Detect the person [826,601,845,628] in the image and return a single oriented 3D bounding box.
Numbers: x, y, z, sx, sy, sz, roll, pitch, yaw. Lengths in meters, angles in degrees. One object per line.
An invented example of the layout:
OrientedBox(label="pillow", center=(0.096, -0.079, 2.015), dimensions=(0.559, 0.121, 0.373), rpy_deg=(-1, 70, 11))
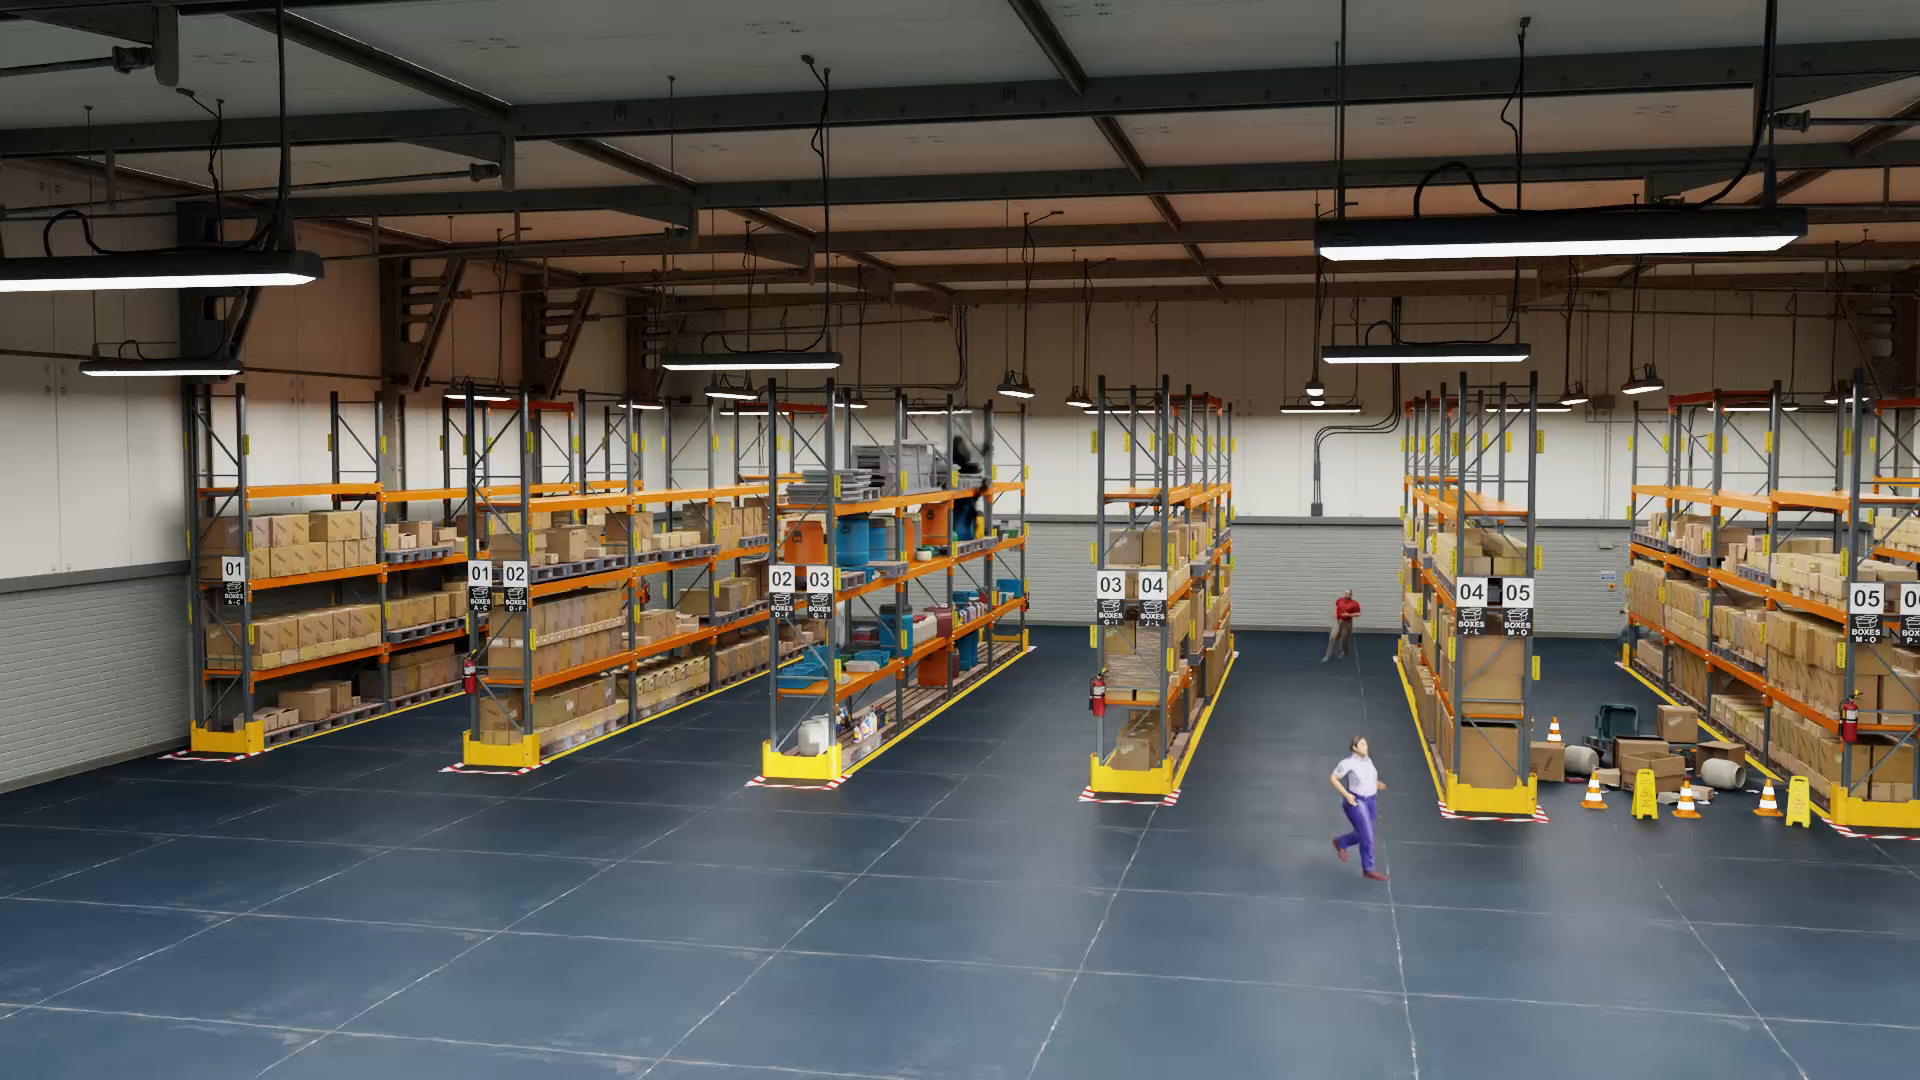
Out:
OrientedBox(label="person", center=(-2.614, 1.860, 35.599), dimensions=(0.559, 1.641, 0.515), rpy_deg=(0, 3, -4))

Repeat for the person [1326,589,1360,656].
OrientedBox(label="person", center=(8.907, 1.897, 38.358), dimensions=(0.711, 1.578, 0.770), rpy_deg=(2, 4, 33))

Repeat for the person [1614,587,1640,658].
OrientedBox(label="person", center=(15.692, 1.946, 38.756), dimensions=(0.847, 1.749, 0.800), rpy_deg=(2, 4, 27))

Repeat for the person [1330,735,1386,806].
OrientedBox(label="person", center=(4.678, 2.663, 19.267), dimensions=(0.619, 0.775, 0.532), rpy_deg=(-3, 4, -39))
